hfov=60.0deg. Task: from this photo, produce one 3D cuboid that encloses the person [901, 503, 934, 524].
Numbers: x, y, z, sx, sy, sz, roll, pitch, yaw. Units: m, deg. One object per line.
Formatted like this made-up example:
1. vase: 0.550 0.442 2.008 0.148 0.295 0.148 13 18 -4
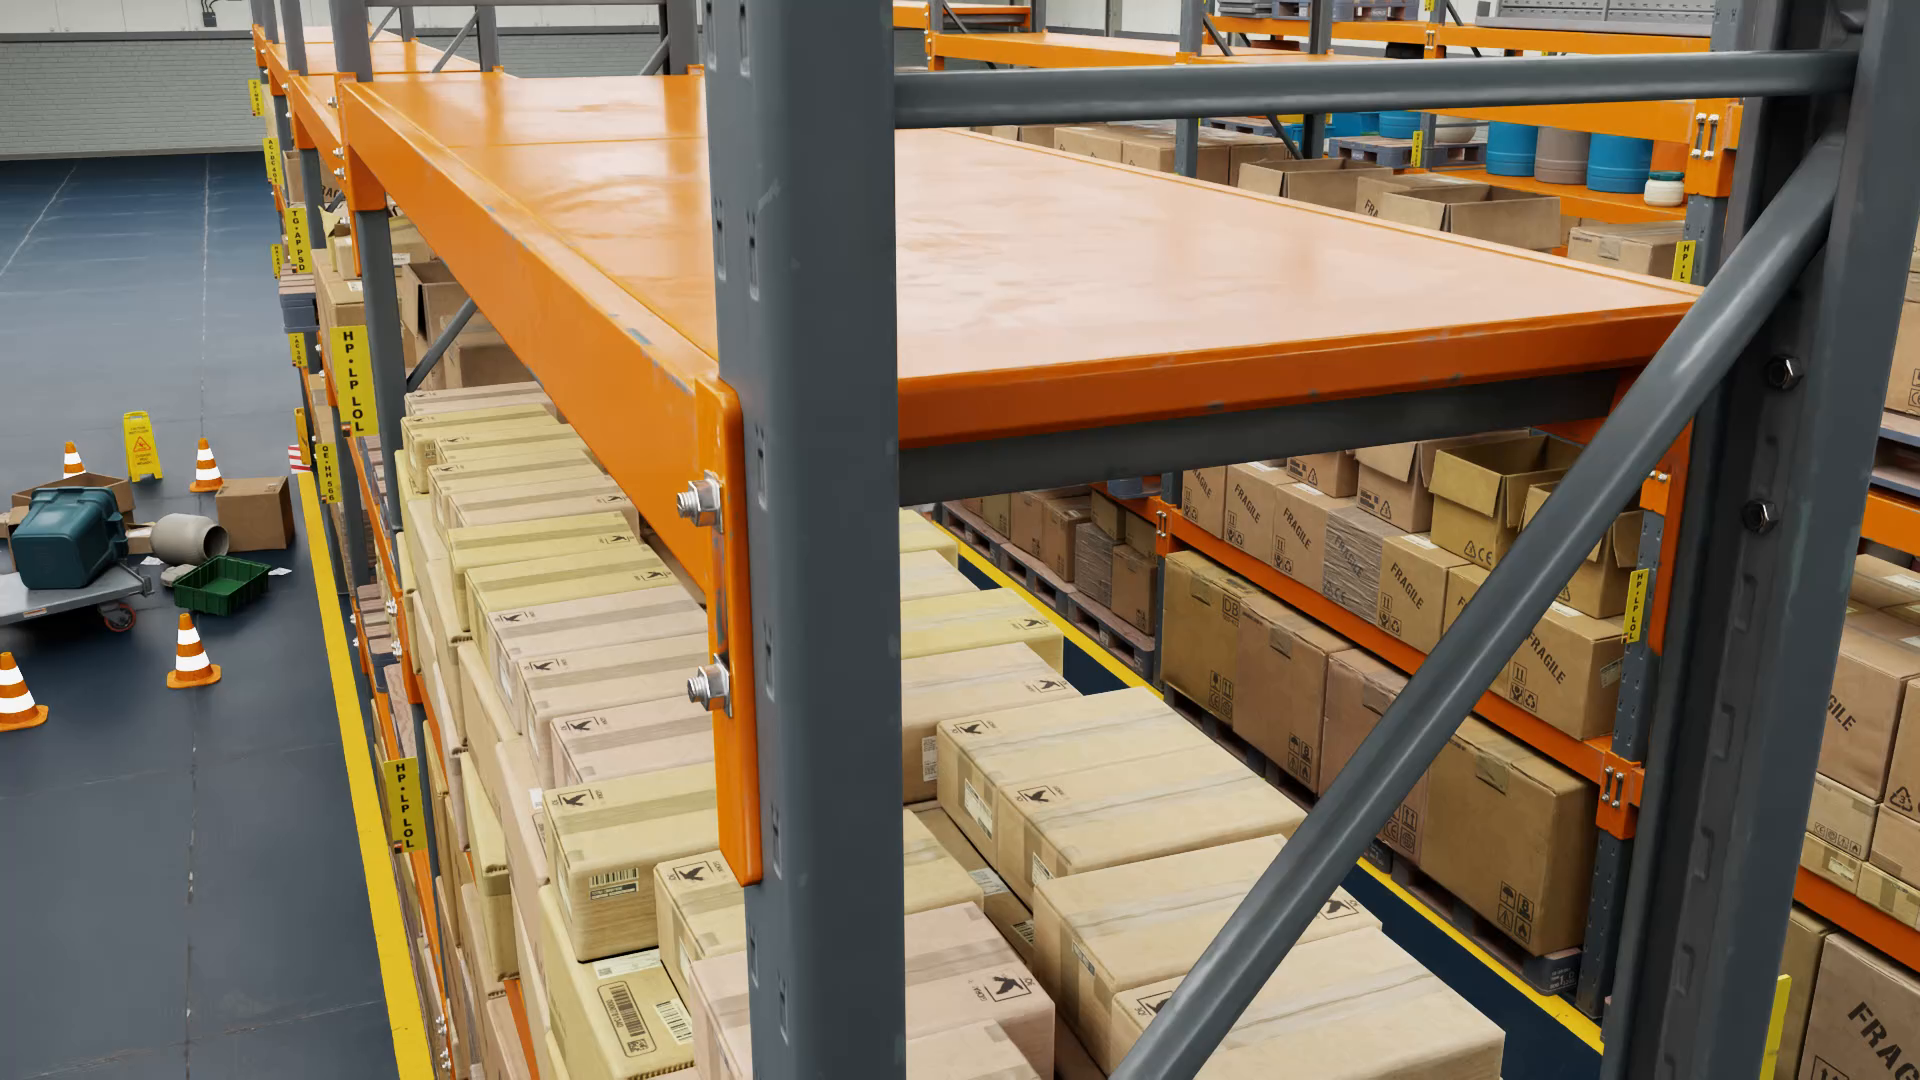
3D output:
1. person: -0.401 0.090 11.293 0.624 1.672 0.460 -14 23 -35
